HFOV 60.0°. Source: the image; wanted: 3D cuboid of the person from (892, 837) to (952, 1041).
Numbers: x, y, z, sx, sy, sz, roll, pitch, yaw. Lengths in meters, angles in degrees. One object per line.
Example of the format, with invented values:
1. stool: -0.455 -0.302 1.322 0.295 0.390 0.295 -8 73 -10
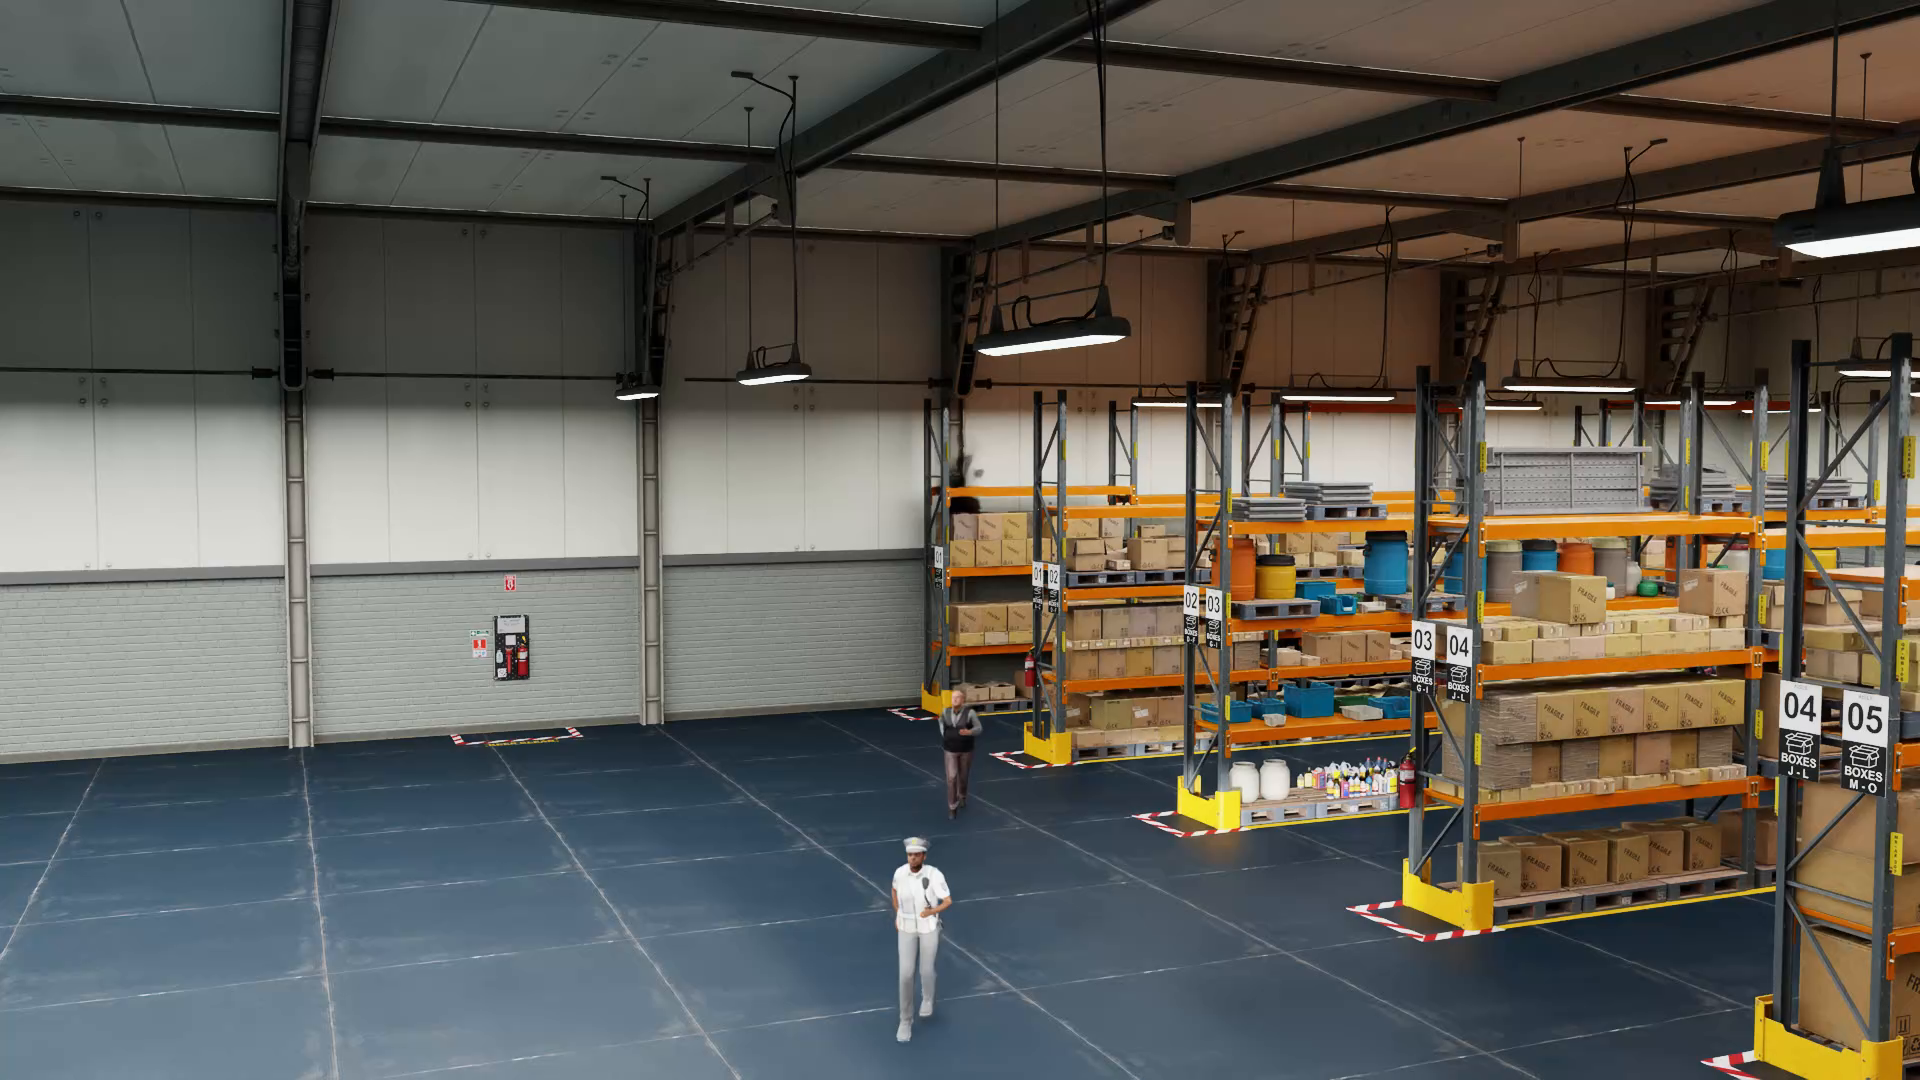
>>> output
1. person: -0.342 3.454 14.646 0.570 1.752 0.762 0 3 7

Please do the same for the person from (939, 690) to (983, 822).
1. person: 0.005 2.950 22.992 0.638 1.761 0.871 0 3 6
